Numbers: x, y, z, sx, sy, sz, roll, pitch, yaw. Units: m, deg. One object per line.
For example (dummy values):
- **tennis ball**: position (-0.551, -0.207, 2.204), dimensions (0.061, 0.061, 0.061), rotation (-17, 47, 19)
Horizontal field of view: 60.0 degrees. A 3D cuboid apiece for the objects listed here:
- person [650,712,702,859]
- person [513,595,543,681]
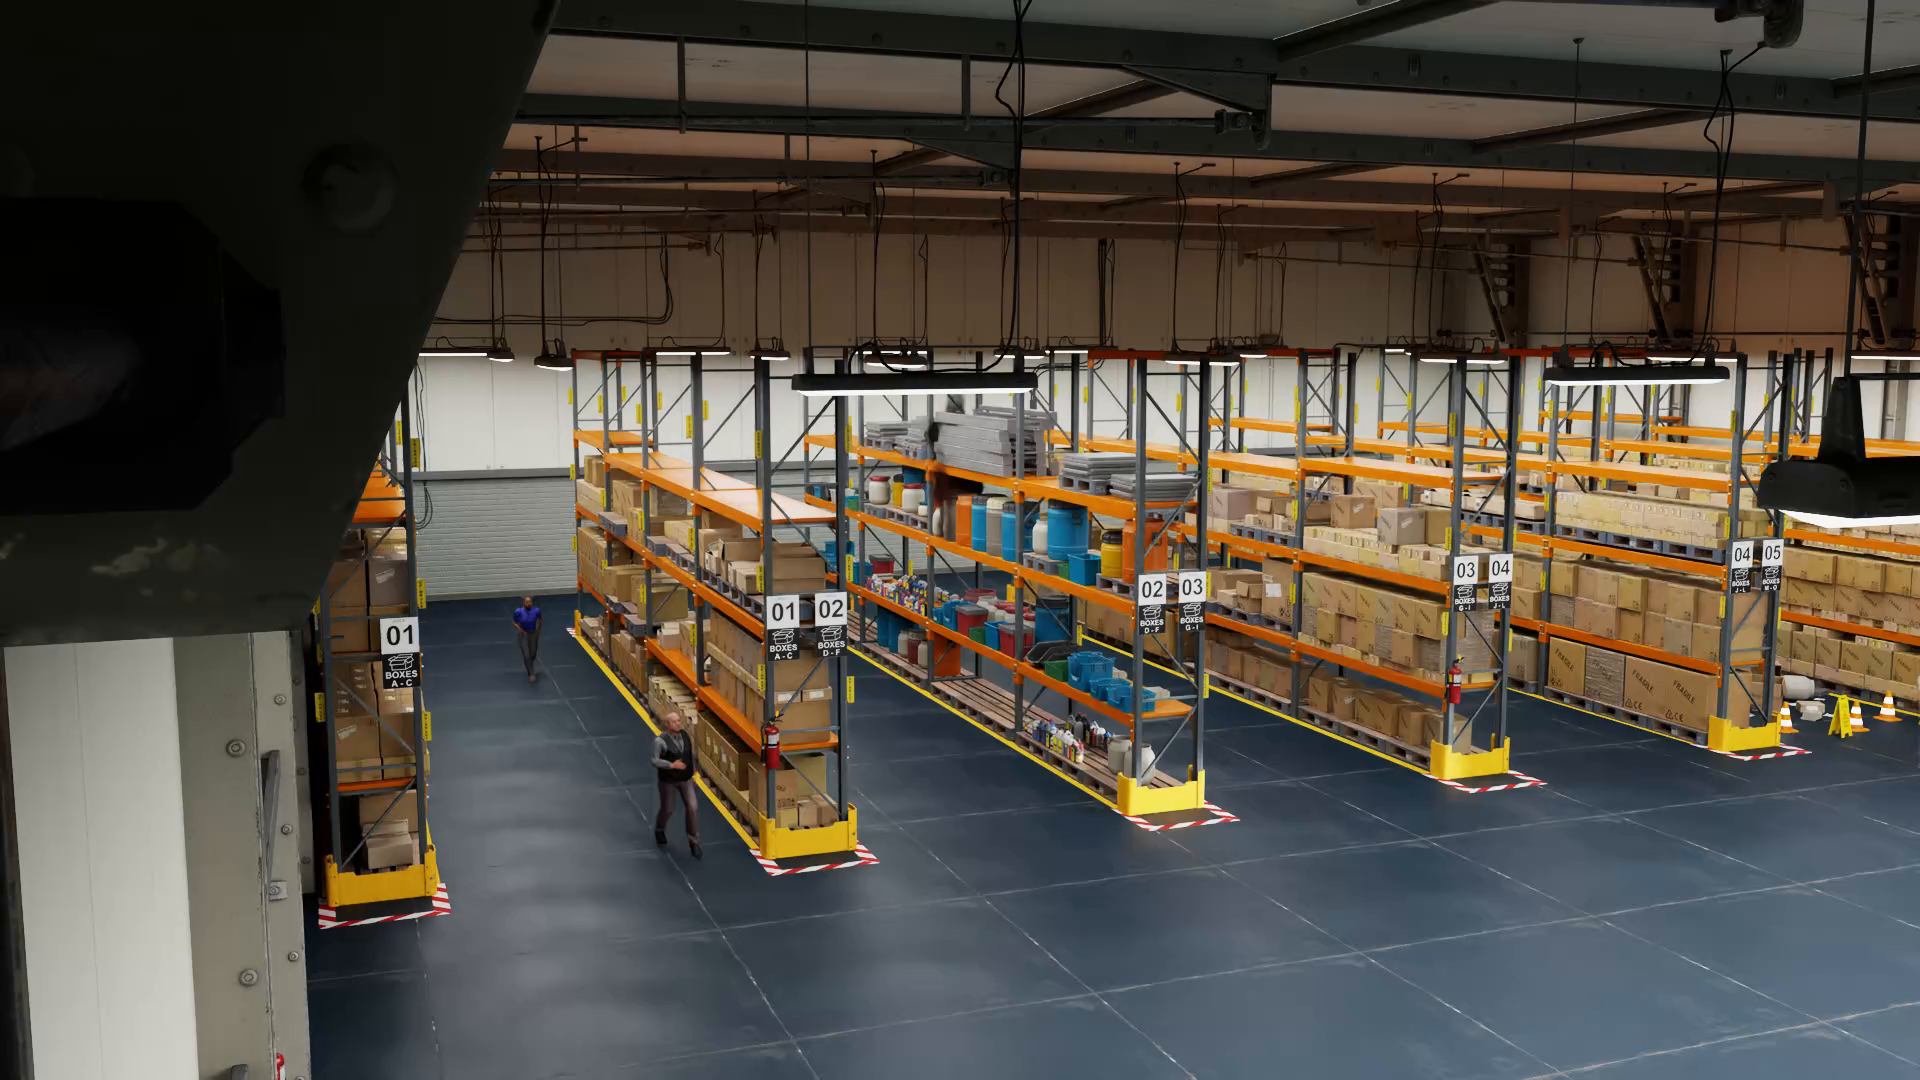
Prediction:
- **person**: position (-3.499, 2.966, 20.287), dimensions (0.657, 1.754, 0.853), rotation (-5, 9, -35)
- **person**: position (-7.921, 1.772, 30.501), dimensions (0.539, 1.599, 0.706), rotation (-2, 7, -17)
